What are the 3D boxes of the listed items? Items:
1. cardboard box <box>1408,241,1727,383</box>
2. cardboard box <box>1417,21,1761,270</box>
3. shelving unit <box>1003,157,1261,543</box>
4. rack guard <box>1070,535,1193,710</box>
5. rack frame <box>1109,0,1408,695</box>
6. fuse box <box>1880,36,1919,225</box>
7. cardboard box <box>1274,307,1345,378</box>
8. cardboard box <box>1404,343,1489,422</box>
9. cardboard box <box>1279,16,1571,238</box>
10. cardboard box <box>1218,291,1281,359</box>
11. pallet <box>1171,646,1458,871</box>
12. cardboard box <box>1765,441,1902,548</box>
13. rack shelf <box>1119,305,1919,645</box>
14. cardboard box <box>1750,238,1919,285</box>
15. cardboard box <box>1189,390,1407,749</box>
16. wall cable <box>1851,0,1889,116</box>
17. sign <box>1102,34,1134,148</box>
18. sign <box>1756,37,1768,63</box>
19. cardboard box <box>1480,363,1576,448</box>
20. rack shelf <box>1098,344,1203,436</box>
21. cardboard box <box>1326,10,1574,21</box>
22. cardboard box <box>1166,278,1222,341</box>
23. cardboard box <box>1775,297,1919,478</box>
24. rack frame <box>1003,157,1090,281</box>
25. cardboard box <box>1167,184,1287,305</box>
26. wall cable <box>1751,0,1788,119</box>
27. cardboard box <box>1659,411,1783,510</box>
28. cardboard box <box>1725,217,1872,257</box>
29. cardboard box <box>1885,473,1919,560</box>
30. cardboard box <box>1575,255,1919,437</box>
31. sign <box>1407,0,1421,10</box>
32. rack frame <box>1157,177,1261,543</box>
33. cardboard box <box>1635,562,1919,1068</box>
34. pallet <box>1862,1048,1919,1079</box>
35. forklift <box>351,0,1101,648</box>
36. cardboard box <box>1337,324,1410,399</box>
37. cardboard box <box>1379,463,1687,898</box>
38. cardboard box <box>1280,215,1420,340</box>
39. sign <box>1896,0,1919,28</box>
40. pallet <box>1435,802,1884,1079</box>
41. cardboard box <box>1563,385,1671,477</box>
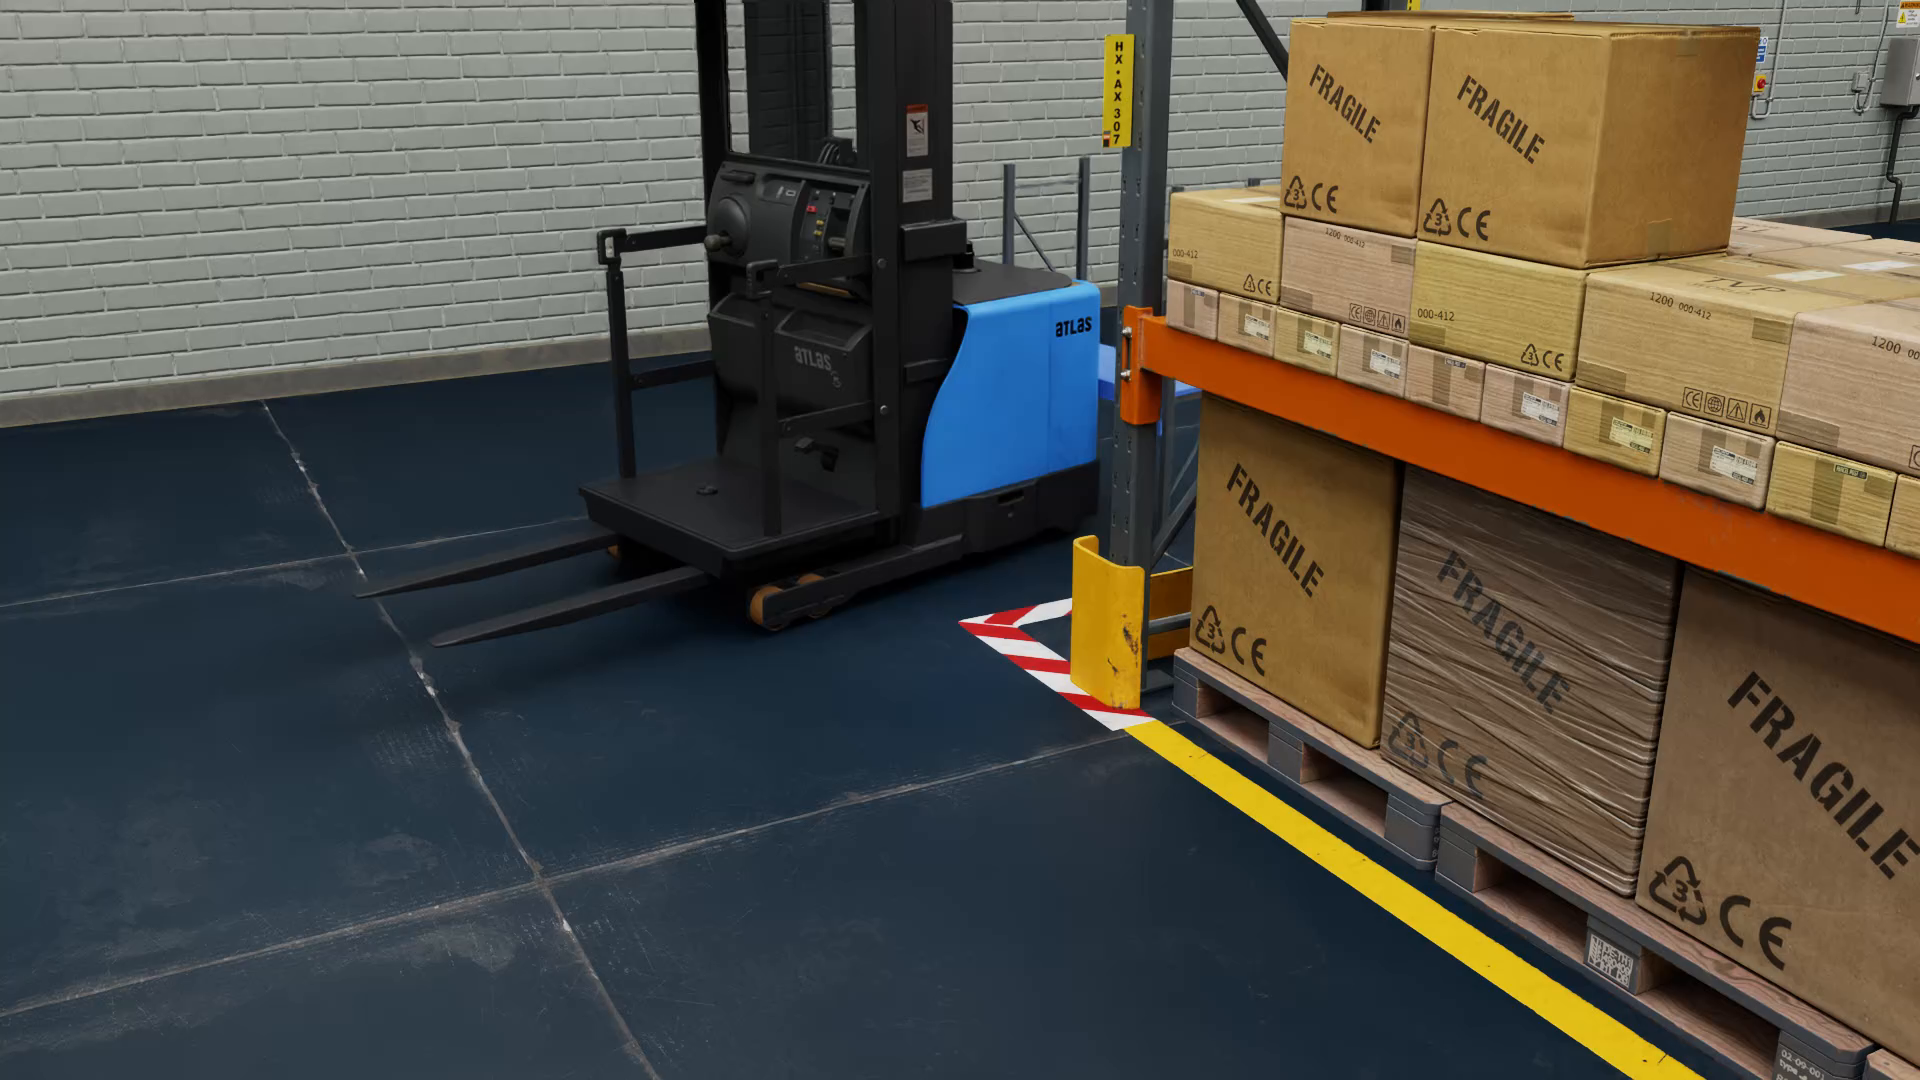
[{"bbox_3d":[1.442,-0.577,3.979,0.500,0.250,0.500,-11,22,-28],"label":"cardboard box"},{"bbox_3d":[1.443,-0.933,3.861,0.500,0.500,0.500,-11,22,-28],"label":"cardboard box"},{"bbox_3d":[0.715,-0.866,7.340,0.538,1.500,1.048,-15,24,-37],"label":"shelving unit"},{"bbox_3d":[0.953,0.195,5.800,1.175,0.500,0.348,-10,21,-27],"label":"rack guard"},{"bbox_3d":[0.964,-0.980,5.373,1.000,3.000,0.127,-10,21,-27],"label":"rack frame"},{"bbox_3d":[8.905,-3.804,15.533,0.539,1.711,0.414,-10,21,-27],"label":"fuse box"},{"bbox_3d":[1.087,-0.561,4.544,0.380,0.149,0.250,-11,22,-28],"label":"cardboard box"},{"bbox_3d":[1.332,-0.413,4.116,0.380,0.149,0.250,-10,22,-28],"label":"cardboard box"},{"bbox_3d":[1.192,-1.081,4.290,0.500,0.500,0.500,-11,22,-28],"label":"cardboard box"},{"bbox_3d":[0.965,-0.635,4.757,0.380,0.149,0.250,-10,22,-27],"label":"cardboard box"},{"bbox_3d":[1.413,0.556,5.197,1.003,0.211,1.213,-10,21,-27],"label":"pallet"},{"bbox_3d":[1.820,-0.119,3.261,0.380,0.149,0.250,-10,22,-28],"label":"cardboard box"},{"bbox_3d":[1.914,-0.066,3.826,1.077,0.370,4.000,-10,21,-27],"label":"rack shelf"},{"bbox_3d":[2.161,-0.511,3.787,0.500,0.250,0.500,-10,21,-27],"label":"cardboard box"},{"bbox_3d":[1.338,-0.003,5.154,0.875,0.875,0.875,-10,21,-27],"label":"cardboard box"},{"bbox_3d":[8.230,-4.833,14.982,0.588,1.984,0.122,-10,21,-27],"label":"wall cable"},{"bbox_3d":[0.473,-1.342,4.974,0.100,0.325,0.005,-10,21,-27],"label":"sign"},{"bbox_3d":[6.916,-4.268,14.487,0.327,0.218,0.001,-10,21,-27],"label":"sign"},{"bbox_3d":[1.455,-0.339,3.902,0.380,0.149,0.250,-10,22,-27],"label":"cardboard box"},{"bbox_3d":[0.715,-0.696,7.398,0.538,0.185,1.000,-15,24,-37],"label":"rack shelf"},{"bbox_3d":[1.427,-1.305,4.939,0.500,0.500,0.500,-10,21,-26],"label":"cardboard box"},{"bbox_3d":[0.842,-0.708,4.970,0.380,0.149,0.250,-10,21,-26],"label":"cardboard box"},{"bbox_3d":[1.932,-0.282,3.124,0.500,0.250,0.500,-10,21,-26],"label":"cardboard box"},{"bbox_3d":[0.392,-0.994,7.711,0.500,1.500,0.032,-15,24,-37],"label":"rack frame"},{"bbox_3d":[0.954,-0.870,4.828,0.500,0.250,0.500,-11,22,-28],"label":"cardboard box"},{"bbox_3d":[6.987,-4.625,14.331,0.585,1.953,0.123,-10,21,-27],"label":"wall cable"},{"bbox_3d":[1.700,-0.192,3.474,0.380,0.149,0.250,-10,21,-26],"label":"cardboard box"},{"bbox_3d":[1.910,-0.660,4.219,0.500,0.250,0.500,-11,22,-28],"label":"cardboard box"},{"bbox_3d":[1.941,-0.045,3.048,0.380,0.149,0.250,-10,21,-26],"label":"cardboard box"},{"bbox_3d":[1.695,-0.428,3.547,0.500,0.250,0.500,-10,22,-28],"label":"cardboard box"},{"bbox_3d":[1.448,-1.719,5.377,0.100,0.325,0.005,-10,21,-27],"label":"sign"},{"bbox_3d":[1.038,-0.738,6.969,0.500,1.500,0.032,-15,24,-37],"label":"rack frame"},{"bbox_3d":[2.193,0.514,3.657,0.875,0.875,0.875,-10,21,-27],"label":"cardboard box"},{"bbox_3d":[2.571,1.256,3.167,1.003,0.211,1.213,-10,21,-27],"label":"pallet"},{"bbox_3d":[-0.822,-1.239,6.229,3.031,2.935,1.130,-17,25,-40],"label":"forklift"},{"bbox_3d":[1.212,-0.487,4.328,0.380,0.149,0.250,-10,22,-27],"label":"cardboard box"},{"bbox_3d":[1.771,0.259,4.397,0.875,0.875,0.875,-10,21,-27],"label":"cardboard box"},{"bbox_3d":[1.207,-0.722,4.399,0.500,0.250,0.500,-10,22,-27],"label":"cardboard box"},{"bbox_3d":[8.758,-4.855,15.336,0.339,0.242,0.001,-10,21,-27],"label":"sign"},{"bbox_3d":[1.988,0.906,4.184,1.003,0.211,1.213,-10,21,-27],"label":"pallet"},{"bbox_3d":[1.574,-0.267,3.691,0.380,0.149,0.250,-11,22,-28],"label":"cardboard box"}]
